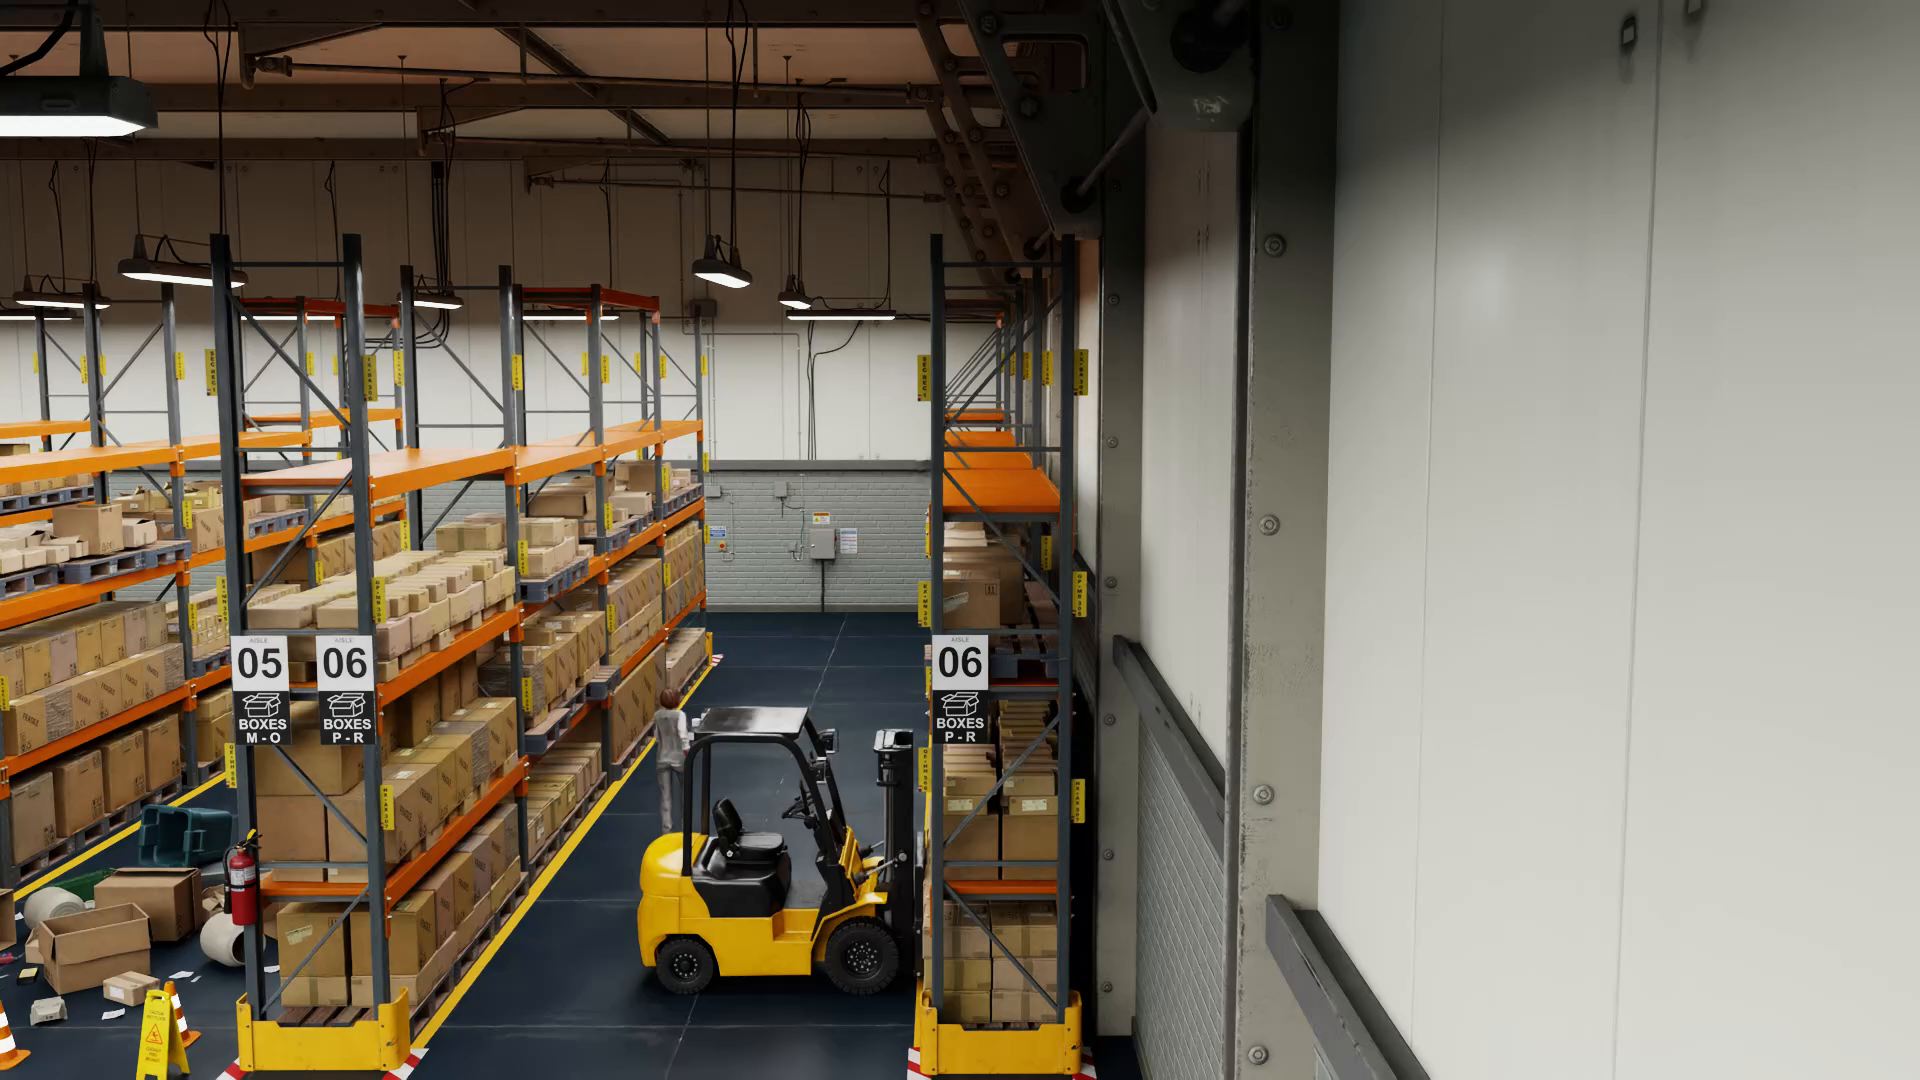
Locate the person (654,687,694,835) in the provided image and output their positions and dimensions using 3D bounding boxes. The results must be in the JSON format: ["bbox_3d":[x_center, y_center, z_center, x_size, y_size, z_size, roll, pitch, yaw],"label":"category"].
[{"bbox_3d":[-2.919,2.275,16.942,0.415,1.576,0.892,0,6,1],"label":"person"}]
